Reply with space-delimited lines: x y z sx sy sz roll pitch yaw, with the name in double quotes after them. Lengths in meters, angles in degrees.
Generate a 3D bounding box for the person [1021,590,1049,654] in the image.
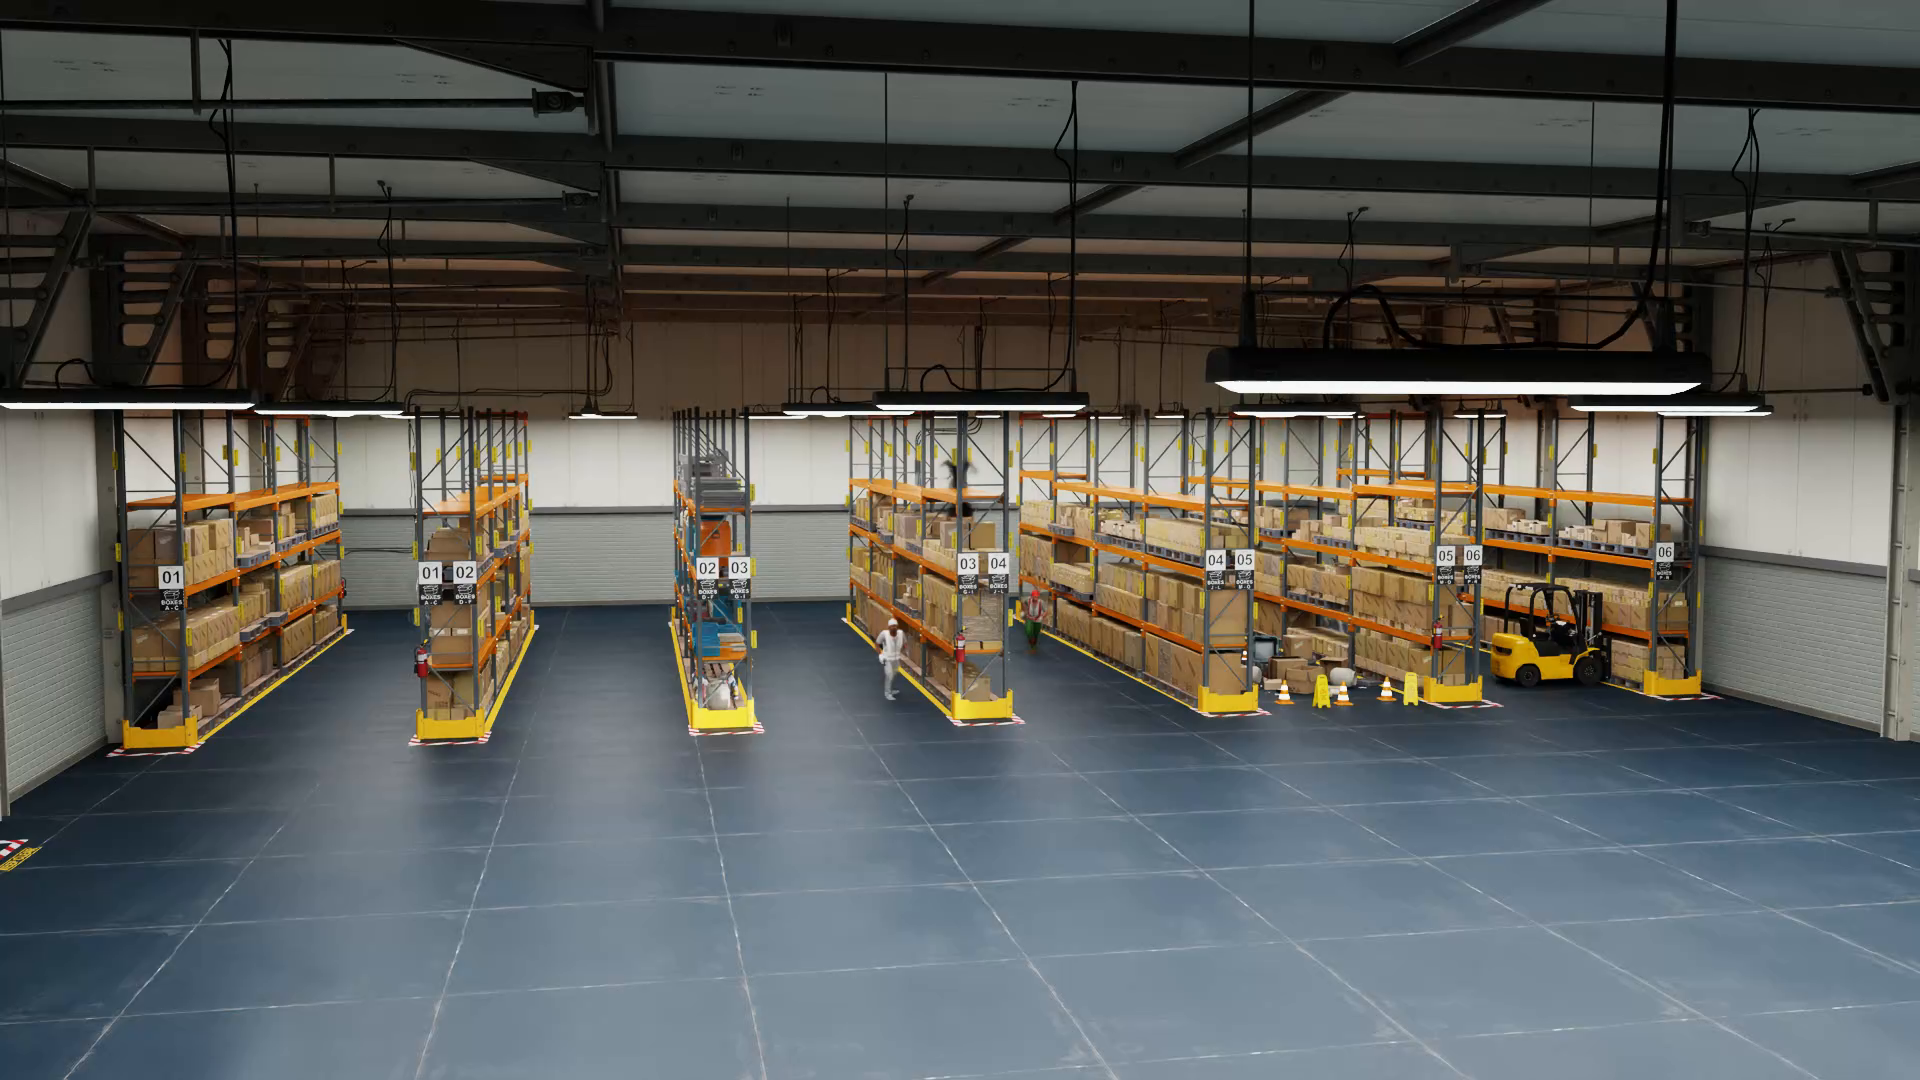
1.841 1.981 40.944 0.700 1.589 1.093 0 4 7 "person"

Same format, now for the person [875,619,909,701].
-1.392 2.443 34.271 0.712 1.703 0.923 -3 5 -35 "person"

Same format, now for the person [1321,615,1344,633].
9.972 1.746 44.635 0.594 1.629 0.917 -2 4 -25 "person"
